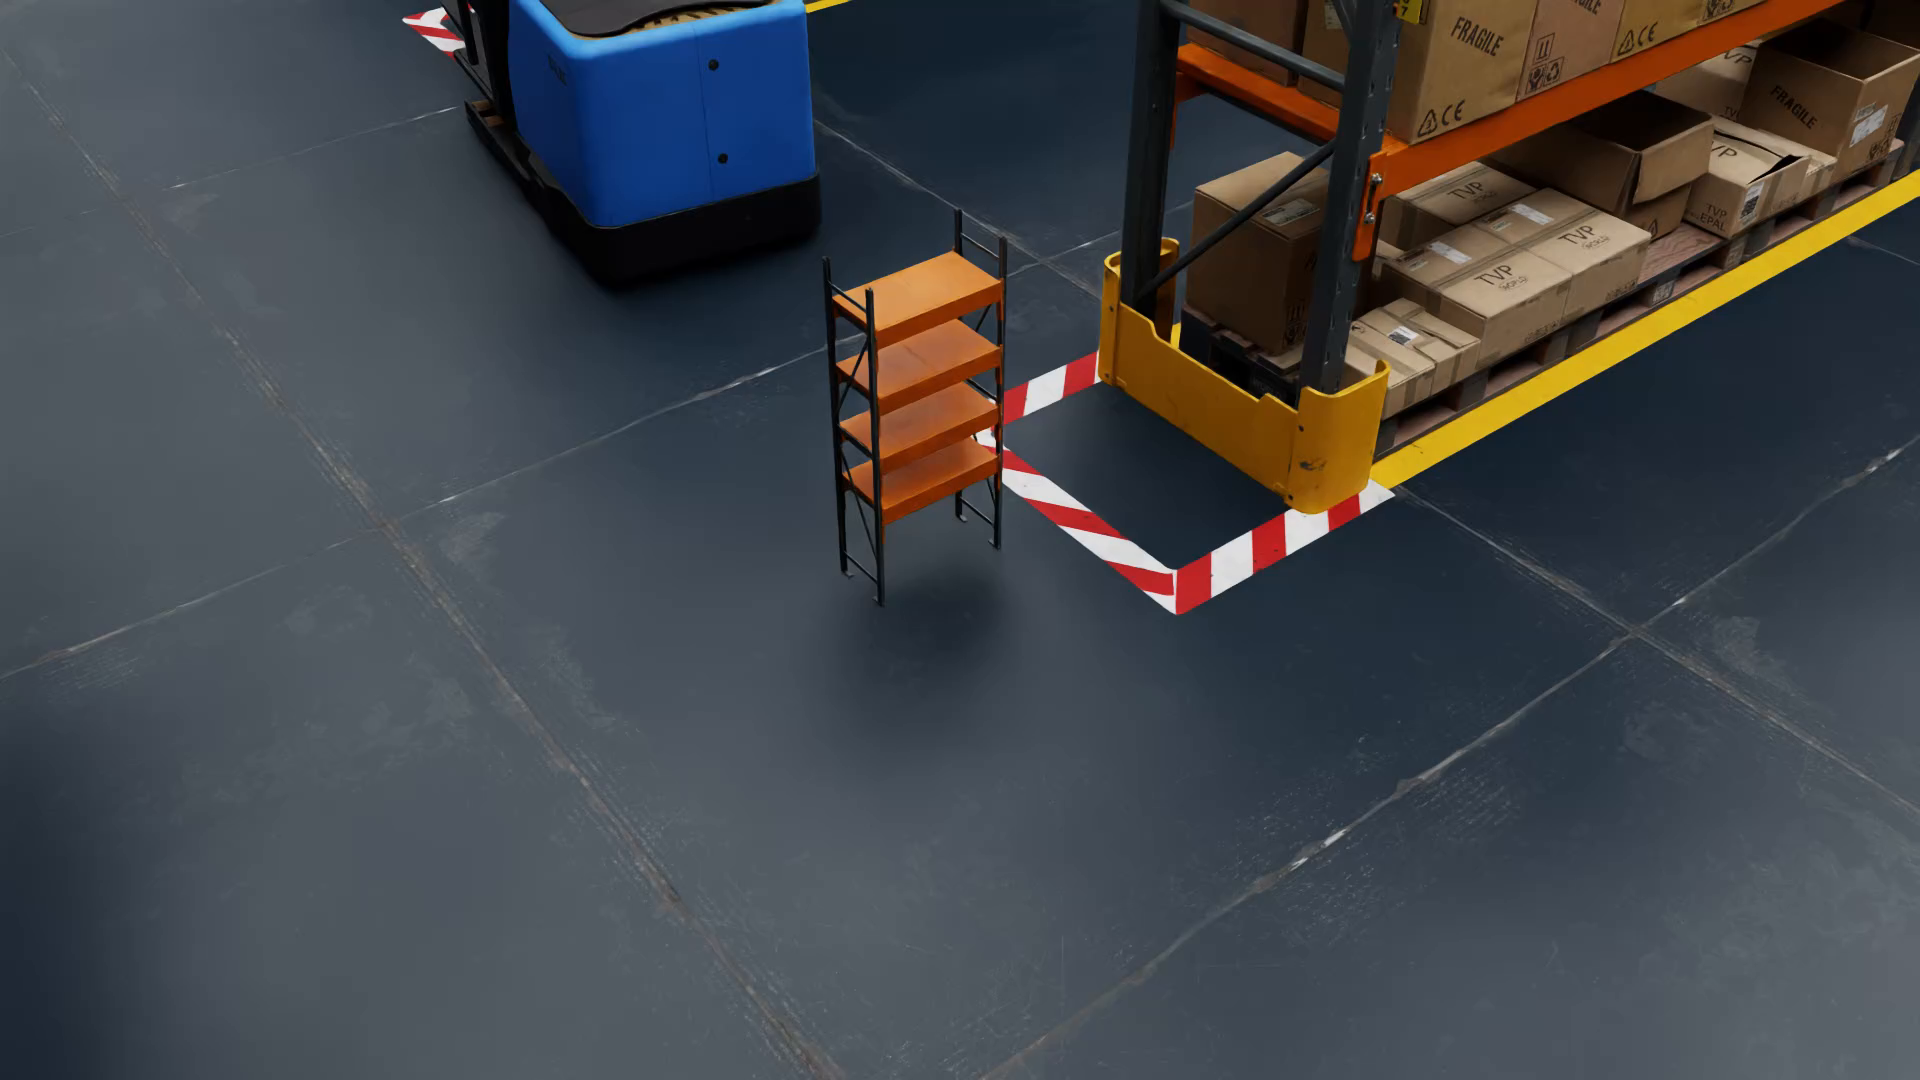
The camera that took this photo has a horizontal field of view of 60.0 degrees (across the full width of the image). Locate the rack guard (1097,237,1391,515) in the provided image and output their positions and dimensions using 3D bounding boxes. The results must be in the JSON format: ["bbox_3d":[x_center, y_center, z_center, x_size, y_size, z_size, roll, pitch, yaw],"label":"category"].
[{"bbox_3d":[1.007,-0.626,6.119,0.348,0.500,1.175,-26,46,-28],"label":"rack guard"}]

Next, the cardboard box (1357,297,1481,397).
[{"bbox_3d":[1.687,-0.724,6.154,0.250,0.166,0.380,-26,46,-28],"label":"cardboard box"}]

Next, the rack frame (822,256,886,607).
[{"bbox_3d":[-0.325,-0.306,5.177,0.015,1.200,0.240,-26,46,-28],"label":"rack frame"}]

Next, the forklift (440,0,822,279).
[{"bbox_3d":[-1.766,-3.145,7.273,1.130,2.935,3.031,-19,43,-22],"label":"forklift"}]

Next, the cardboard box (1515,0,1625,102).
[{"bbox_3d":[1.865,-1.843,5.553,0.500,0.500,0.500,-26,46,-28],"label":"cardboard box"}]

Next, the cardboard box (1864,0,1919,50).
[{"bbox_3d":[4.651,-2.377,7.907,0.500,0.500,0.500,-28,47,-30],"label":"cardboard box"}]

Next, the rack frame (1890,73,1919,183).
[{"bbox_3d":[4.119,-3.109,7.175,0.127,3.000,1.000,-26,46,-28],"label":"rack frame"}]

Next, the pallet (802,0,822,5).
[{"bbox_3d":[-1.391,-3.277,9.578,1.213,0.211,1.003,-26,46,-28],"label":"pallet"}]

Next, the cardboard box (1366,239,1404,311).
[{"bbox_3d":[1.604,-1.083,6.592,0.250,0.166,0.380,-26,46,-28],"label":"cardboard box"}]

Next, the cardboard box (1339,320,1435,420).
[{"bbox_3d":[1.489,-0.620,6.042,0.250,0.149,0.380,-26,46,-28],"label":"cardboard box"}]

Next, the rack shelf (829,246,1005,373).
[{"bbox_3d":[-0.131,-0.704,5.042,0.480,0.148,0.258,-26,46,-28],"label":"rack shelf"}]

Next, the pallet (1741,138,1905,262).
[{"bbox_3d":[3.574,-1.766,7.736,1.213,0.211,1.003,-26,46,-28],"label":"pallet"}]

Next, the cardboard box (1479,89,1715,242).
[{"bbox_3d":[2.632,-1.585,6.939,0.637,0.503,0.797,-26,46,-28],"label":"cardboard box"}]

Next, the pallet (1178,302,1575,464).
[{"bbox_3d":[1.639,-0.823,6.587,1.213,0.211,1.003,-26,46,-28],"label":"pallet"}]

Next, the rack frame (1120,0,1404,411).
[{"bbox_3d":[0.947,-1.563,5.290,0.127,3.000,1.000,-26,46,-28],"label":"rack frame"}]

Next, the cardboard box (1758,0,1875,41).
[{"bbox_3d":[4.335,-2.648,8.236,0.500,0.500,0.500,-26,46,-28],"label":"cardboard box"}]

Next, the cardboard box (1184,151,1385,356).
[{"bbox_3d":[1.228,-1.101,6.351,0.500,0.500,0.500,-26,46,-28],"label":"cardboard box"}]

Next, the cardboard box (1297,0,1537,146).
[{"bbox_3d":[1.460,-1.641,5.306,0.500,0.500,0.500,-25,46,-27],"label":"cardboard box"}]

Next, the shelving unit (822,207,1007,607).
[{"bbox_3d":[-0.131,-0.400,5.291,0.503,1.200,0.258,-26,46,-28],"label":"shelving unit"}]

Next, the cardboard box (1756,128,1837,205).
[{"bbox_3d":[3.579,-1.639,7.284,0.250,0.149,0.380,-26,46,-28],"label":"cardboard box"}]

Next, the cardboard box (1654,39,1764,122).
[{"bbox_3d":[3.654,-2.186,7.823,0.500,0.311,0.500,-26,46,-28],"label":"cardboard box"}]

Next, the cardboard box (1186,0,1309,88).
[{"bbox_3d":[1.136,-1.912,5.637,0.500,0.500,0.500,-25,45,-27],"label":"cardboard box"}]

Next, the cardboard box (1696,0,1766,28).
[{"bbox_3d":[2.663,-2.228,6.022,0.500,0.500,0.500,-25,46,-28],"label":"cardboard box"}]

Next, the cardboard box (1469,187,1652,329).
[{"bbox_3d":[2.344,-1.124,6.576,0.500,0.250,0.500,-26,46,-28],"label":"cardboard box"}]

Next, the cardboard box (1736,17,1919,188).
[{"bbox_3d":[3.840,-1.950,7.386,0.500,0.500,0.500,-26,46,-28],"label":"cardboard box"}]

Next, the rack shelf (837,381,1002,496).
[{"bbox_3d":[-0.131,-0.348,5.334,0.480,0.148,0.258,-26,46,-28],"label":"rack shelf"}]

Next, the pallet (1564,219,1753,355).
[{"bbox_3d":[2.606,-1.292,7.159,1.213,0.211,1.003,-26,46,-28],"label":"pallet"}]

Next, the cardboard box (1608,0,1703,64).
[{"bbox_3d":[2.265,-2.035,5.787,0.500,0.500,0.500,-26,46,-28],"label":"cardboard box"}]

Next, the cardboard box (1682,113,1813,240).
[{"bbox_3d":[3.245,-1.587,7.093,0.500,0.311,0.500,-26,46,-28],"label":"cardboard box"}]

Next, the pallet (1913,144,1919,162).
[{"bbox_3d":[4.741,-2.364,8.466,1.213,0.211,1.003,-26,46,-28],"label":"pallet"}]

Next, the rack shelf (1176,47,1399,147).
[{"bbox_3d":[2.533,-2.134,6.399,3.809,0.124,0.919,-26,46,-28],"label":"rack shelf"}]

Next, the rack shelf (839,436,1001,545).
[{"bbox_3d":[-0.131,-0.194,5.460,0.480,0.148,0.258,-26,46,-28],"label":"rack shelf"}]

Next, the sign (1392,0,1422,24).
[{"bbox_3d":[1.278,-1.625,4.683,0.005,0.325,0.100,-26,46,-28],"label":"sign"}]

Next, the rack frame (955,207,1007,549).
[{"bbox_3d":[0.062,-0.494,5.406,0.015,1.200,0.240,-26,46,-28],"label":"rack frame"}]

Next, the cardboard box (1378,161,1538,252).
[{"bbox_3d":[2.000,-1.356,6.859,0.500,0.250,0.500,-26,46,-28],"label":"cardboard box"}]

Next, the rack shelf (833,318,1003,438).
[{"bbox_3d":[-0.131,-0.521,5.192,0.480,0.148,0.258,-26,46,-28],"label":"rack shelf"}]
